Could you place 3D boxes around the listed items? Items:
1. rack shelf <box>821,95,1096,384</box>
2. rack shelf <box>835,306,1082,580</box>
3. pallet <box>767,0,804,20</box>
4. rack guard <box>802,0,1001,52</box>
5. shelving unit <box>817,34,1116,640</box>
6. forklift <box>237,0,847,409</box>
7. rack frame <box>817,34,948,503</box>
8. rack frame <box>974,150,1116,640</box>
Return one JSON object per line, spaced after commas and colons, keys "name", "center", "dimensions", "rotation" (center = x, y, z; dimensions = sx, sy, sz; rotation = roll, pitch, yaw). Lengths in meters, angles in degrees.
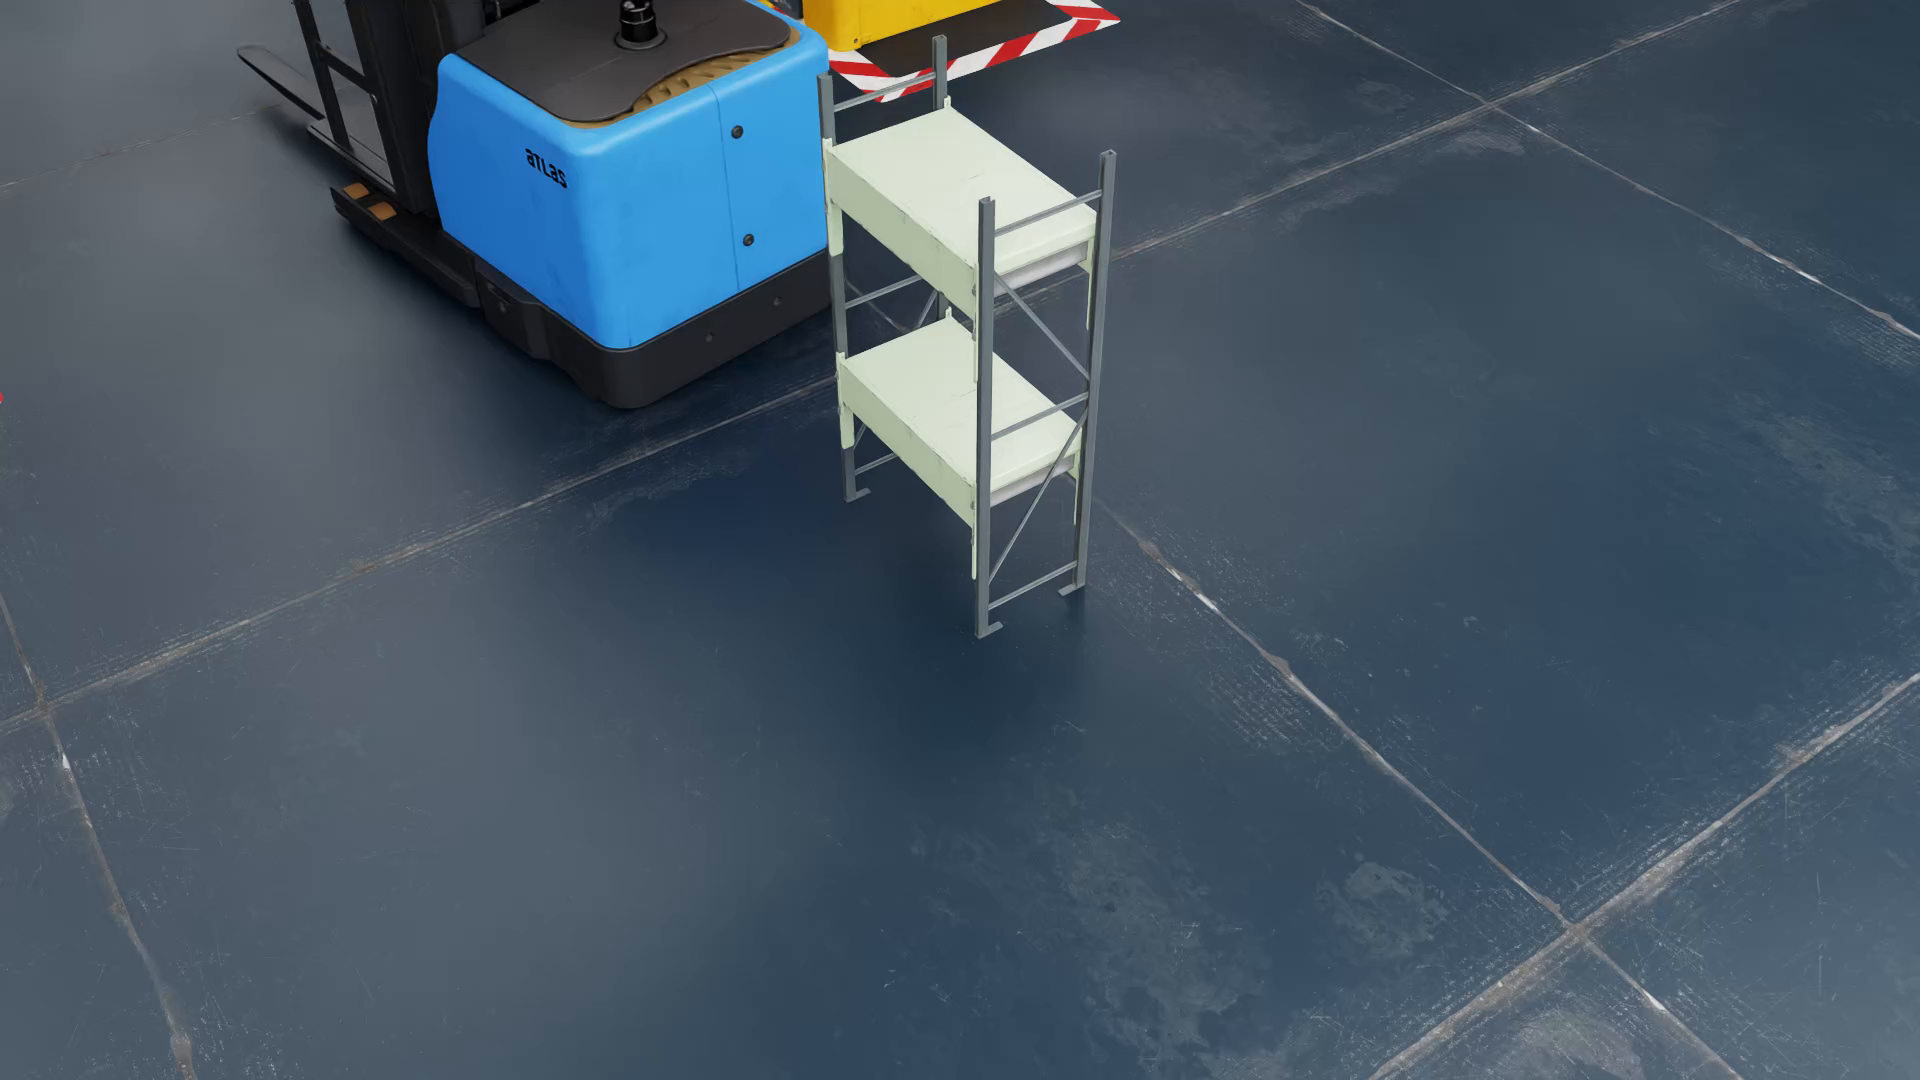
{"name": "rack shelf", "center": [0.004, -0.821, 4.459], "dimensions": [0.431, 0.370, 0.720], "rotation": [-26, 49, -24]}
{"name": "rack shelf", "center": [0.004, -0.303, 4.953], "dimensions": [0.431, 0.370, 0.720], "rotation": [-26, 49, -24]}
{"name": "pallet", "center": [-0.710, -3.047, 8.289], "dimensions": [1.003, 0.211, 1.213], "rotation": [-26, 49, -24]}
{"name": "rack guard", "center": [-0.174, -2.716, 7.733], "dimensions": [1.175, 0.500, 0.348], "rotation": [-26, 49, -24]}
{"name": "shelving unit", "center": [0.004, -0.539, 4.728], "dimensions": [0.431, 1.500, 0.755], "rotation": [-26, 49, -24]}
{"name": "forklift", "center": [-1.807, -2.420, 5.662], "dimensions": [1.130, 2.935, 3.031], "rotation": [-34, 53, -30]}
{"name": "rack frame", "center": [-0.206, -0.746, 4.945], "dimensions": [0.400, 1.500, 0.023], "rotation": [-26, 49, -24]}
{"name": "rack frame", "center": [0.213, -0.331, 4.511], "dimensions": [0.400, 1.500, 0.023], "rotation": [-26, 49, -24]}
